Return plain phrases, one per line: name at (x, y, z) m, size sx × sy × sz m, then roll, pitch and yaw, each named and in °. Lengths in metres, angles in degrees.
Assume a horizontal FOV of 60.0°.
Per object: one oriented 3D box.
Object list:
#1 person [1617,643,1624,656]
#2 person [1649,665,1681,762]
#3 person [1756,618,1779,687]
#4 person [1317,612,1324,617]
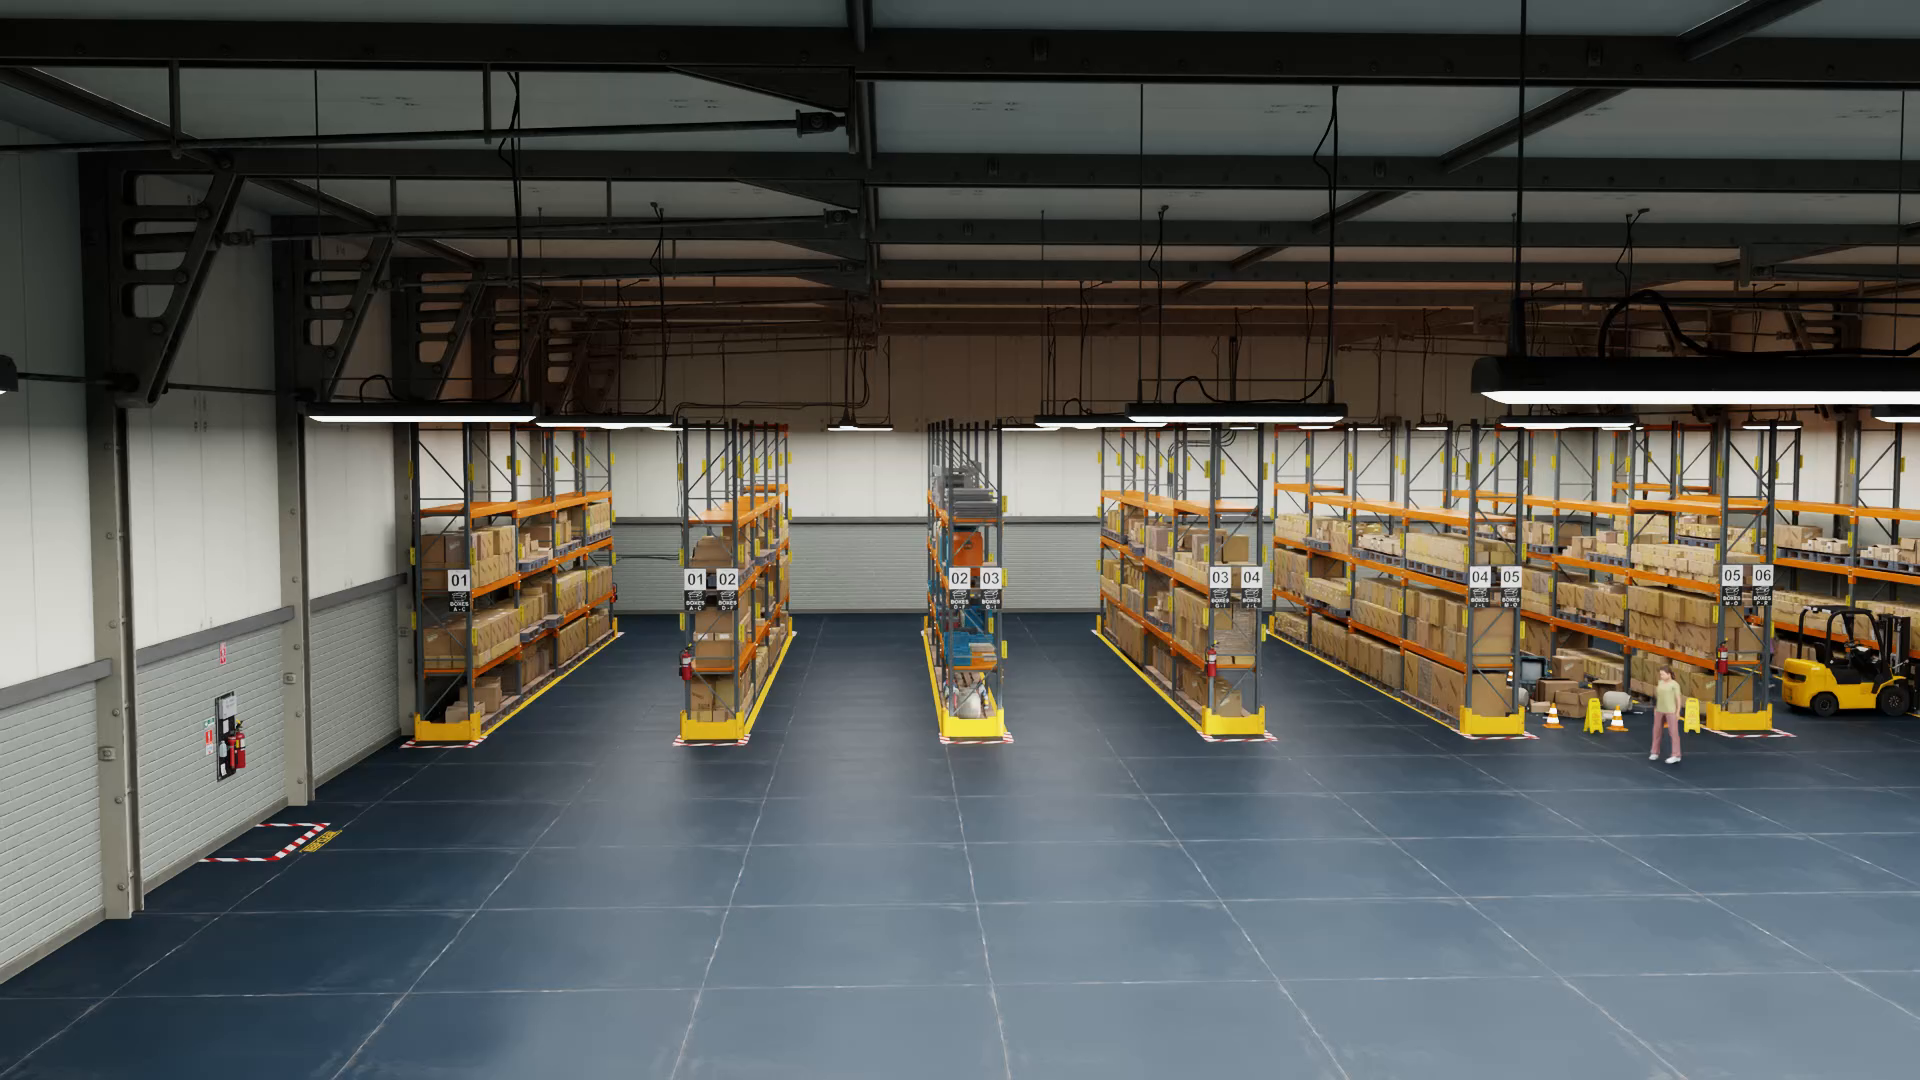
person at (16.971, 2.163, 42.614) m, size 0.564 × 1.681 × 0.744 m, roll -1°, pitch 4°, yaw -11°
person at (12.314, 3.019, 29.052) m, size 0.430 × 1.674 × 0.516 m, roll -3°, pitch 5°, yaw -36°
person at (18.165, 2.553, 37.536) m, size 0.643 × 1.582 × 0.884 m, roll 0°, pitch 4°, yaw -2°
person at (10.888, 1.673, 49.349) m, size 0.807 × 1.753 × 0.616 m, roll 0°, pitch 4°, yaw -4°
